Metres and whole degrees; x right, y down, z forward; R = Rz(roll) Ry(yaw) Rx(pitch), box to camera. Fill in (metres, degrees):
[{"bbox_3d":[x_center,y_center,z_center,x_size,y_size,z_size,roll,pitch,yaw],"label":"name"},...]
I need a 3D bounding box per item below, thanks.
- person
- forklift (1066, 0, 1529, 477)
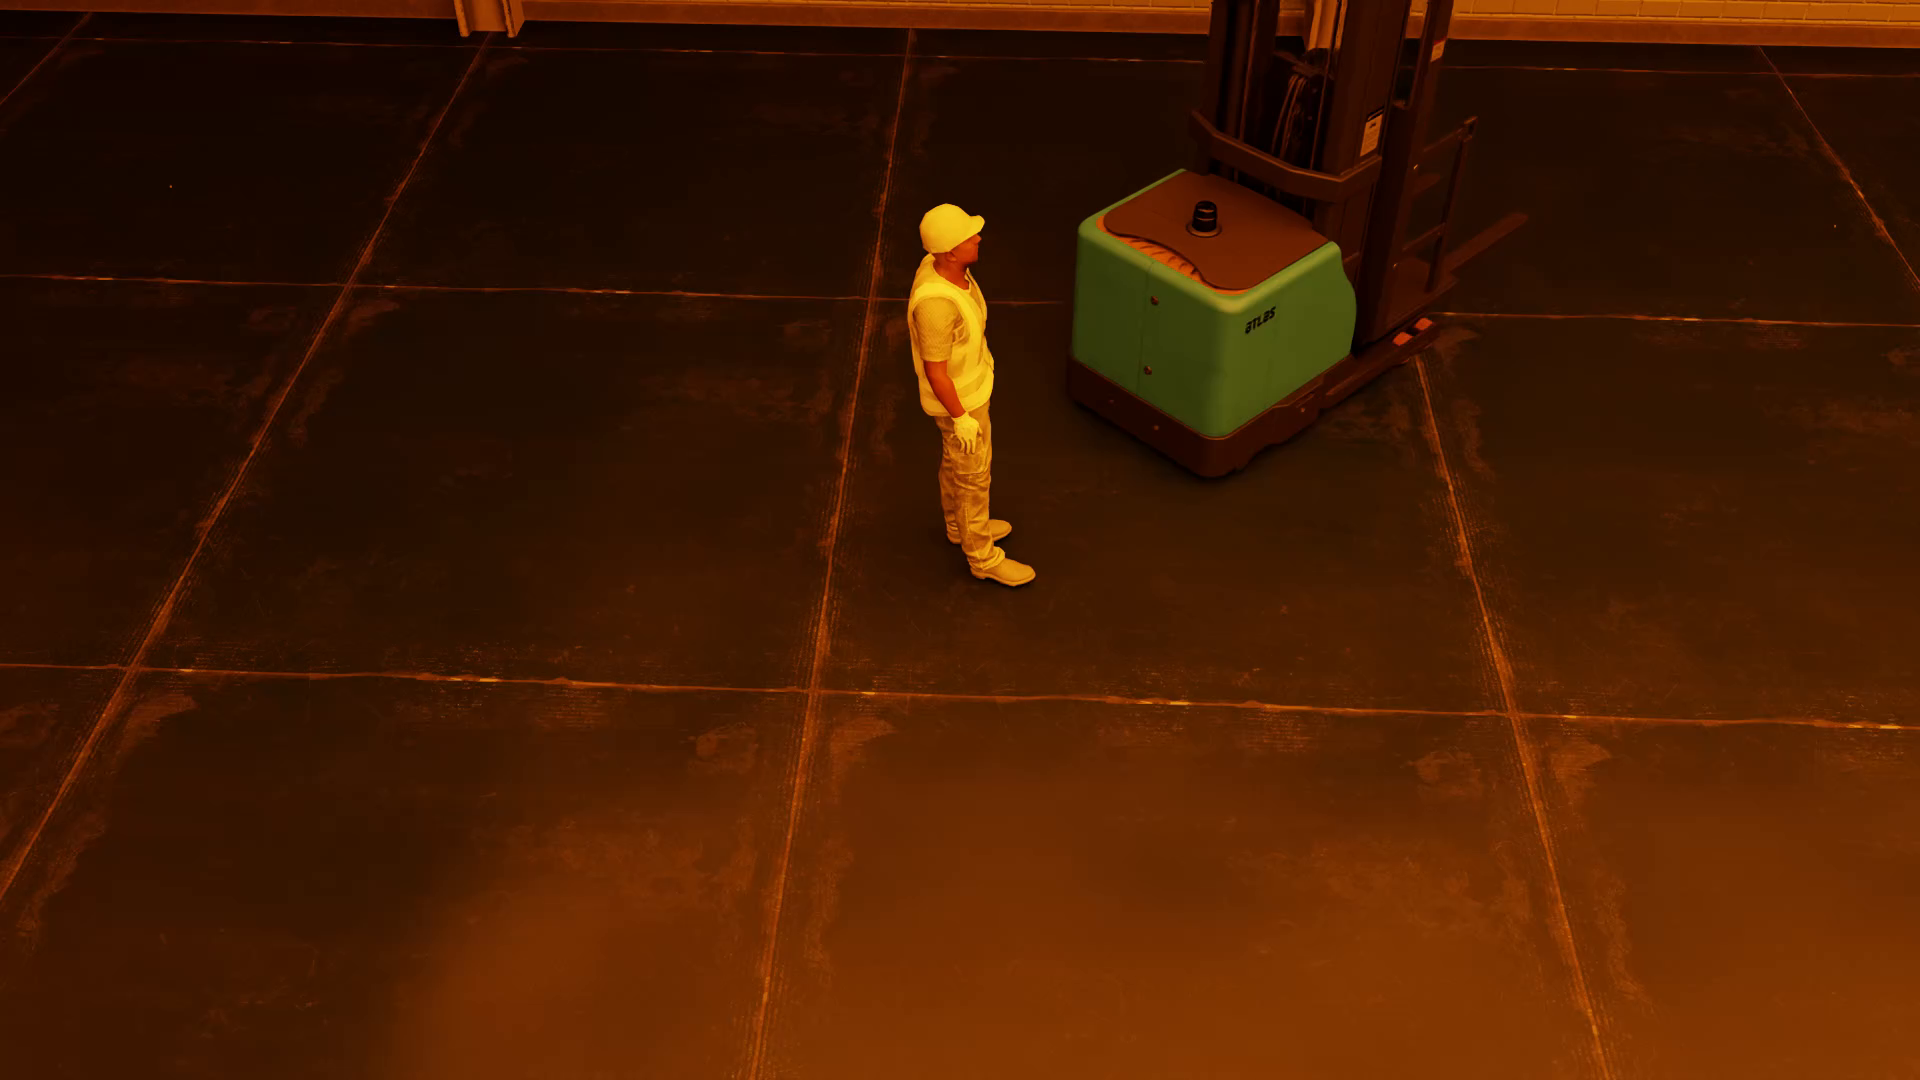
[{"bbox_3d":[0.071,-0.656,7.302,0.577,1.781,0.656,2,42,2],"label":"person"},{"bbox_3d":[1.971,-2.262,8.220,3.031,2.935,1.130,-32,51,-30],"label":"forklift"}]
